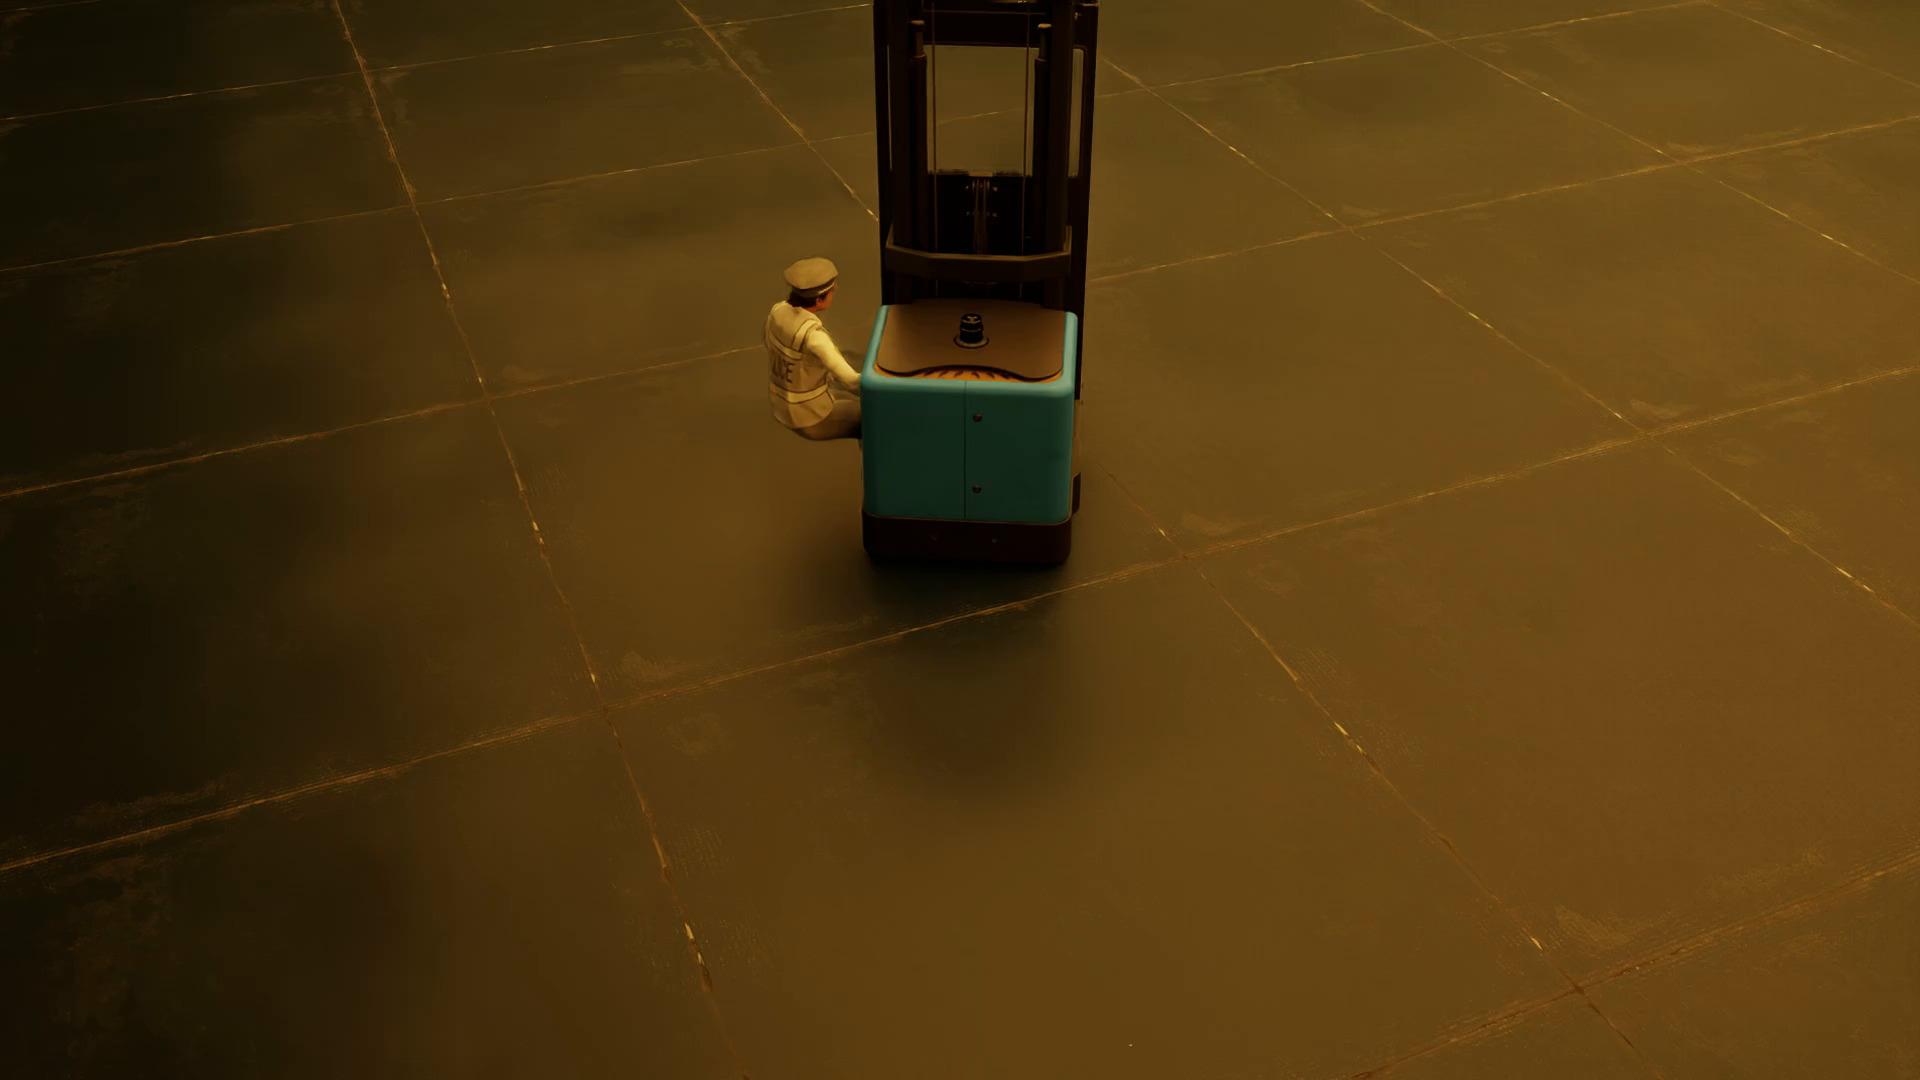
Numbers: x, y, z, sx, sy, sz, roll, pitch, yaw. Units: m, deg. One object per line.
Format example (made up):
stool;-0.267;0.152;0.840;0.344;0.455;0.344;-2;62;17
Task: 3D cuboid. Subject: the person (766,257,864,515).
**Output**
person;-0.569;-0.781;8.559;0.829;1.470;0.740;-23;42;-29

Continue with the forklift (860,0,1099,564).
forklift;0.145;-1.908;8.782;1.130;2.935;3.031;3;36;4
